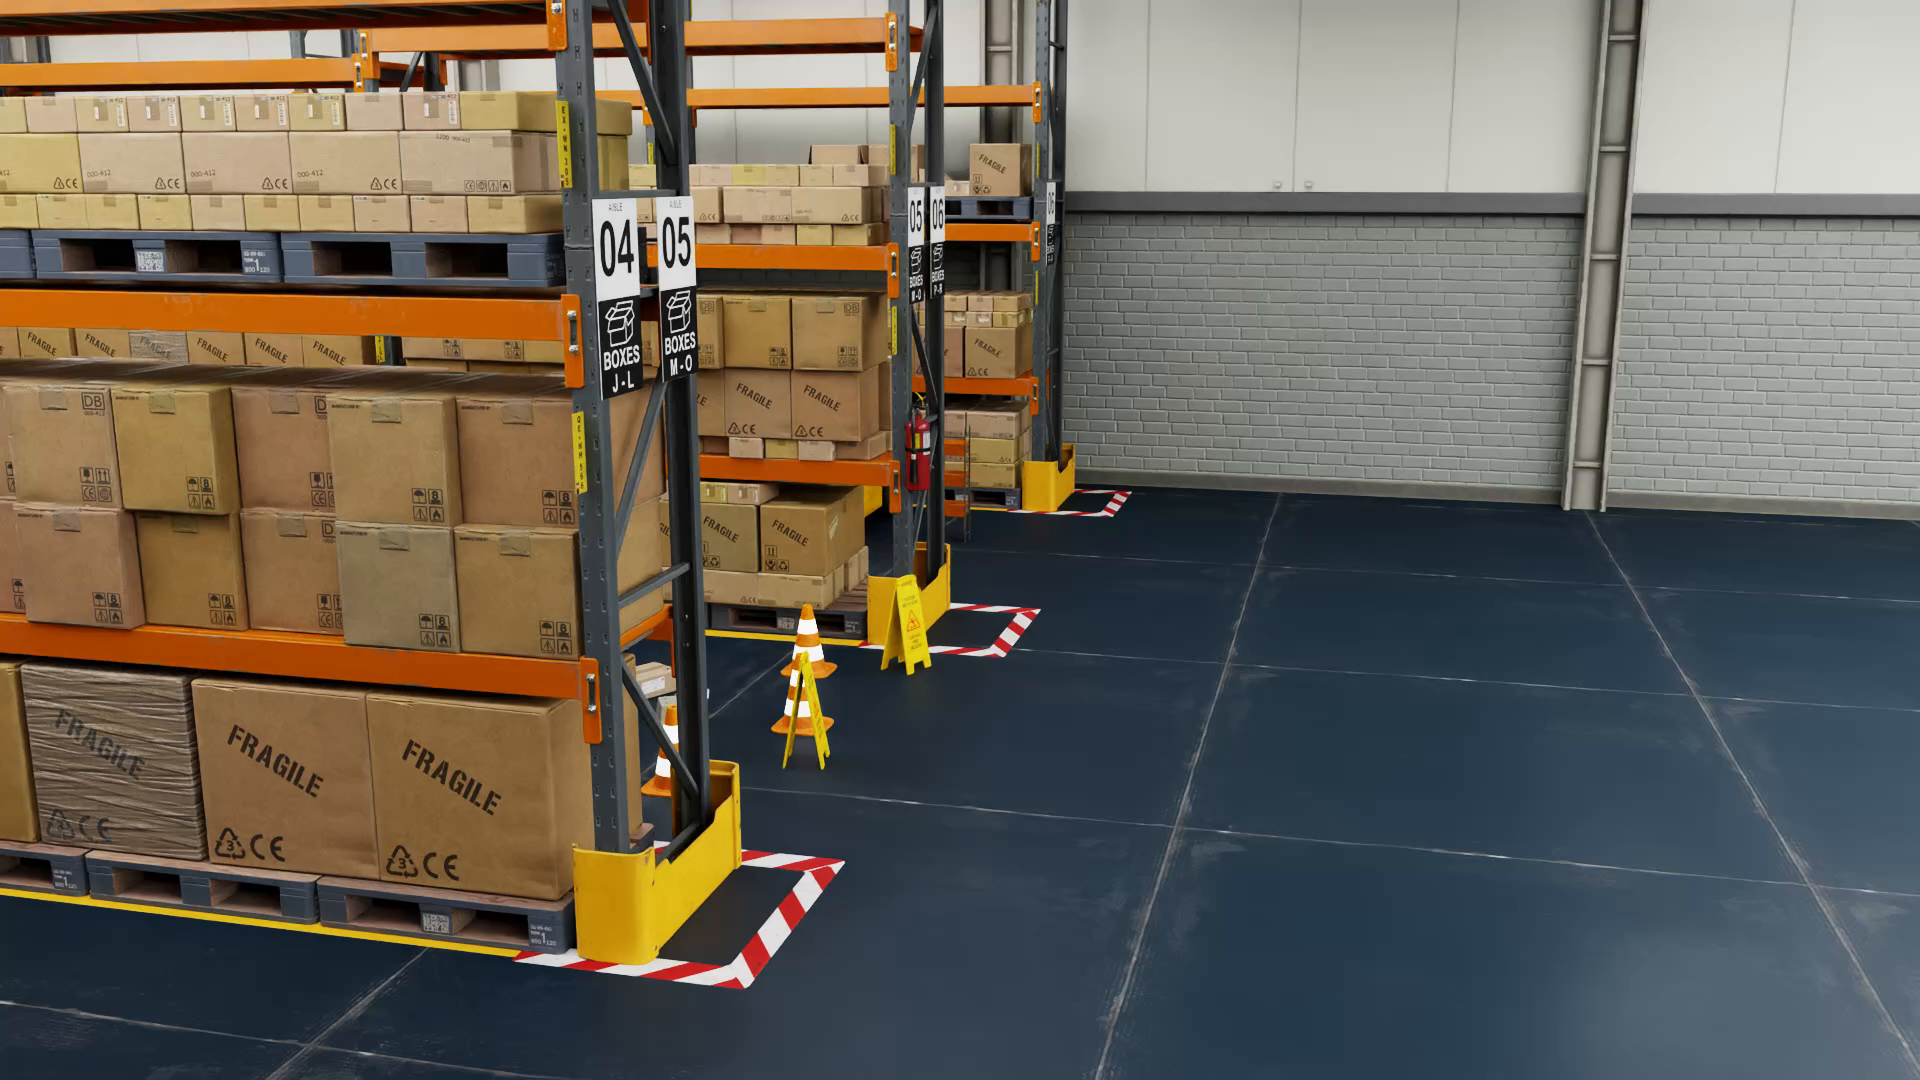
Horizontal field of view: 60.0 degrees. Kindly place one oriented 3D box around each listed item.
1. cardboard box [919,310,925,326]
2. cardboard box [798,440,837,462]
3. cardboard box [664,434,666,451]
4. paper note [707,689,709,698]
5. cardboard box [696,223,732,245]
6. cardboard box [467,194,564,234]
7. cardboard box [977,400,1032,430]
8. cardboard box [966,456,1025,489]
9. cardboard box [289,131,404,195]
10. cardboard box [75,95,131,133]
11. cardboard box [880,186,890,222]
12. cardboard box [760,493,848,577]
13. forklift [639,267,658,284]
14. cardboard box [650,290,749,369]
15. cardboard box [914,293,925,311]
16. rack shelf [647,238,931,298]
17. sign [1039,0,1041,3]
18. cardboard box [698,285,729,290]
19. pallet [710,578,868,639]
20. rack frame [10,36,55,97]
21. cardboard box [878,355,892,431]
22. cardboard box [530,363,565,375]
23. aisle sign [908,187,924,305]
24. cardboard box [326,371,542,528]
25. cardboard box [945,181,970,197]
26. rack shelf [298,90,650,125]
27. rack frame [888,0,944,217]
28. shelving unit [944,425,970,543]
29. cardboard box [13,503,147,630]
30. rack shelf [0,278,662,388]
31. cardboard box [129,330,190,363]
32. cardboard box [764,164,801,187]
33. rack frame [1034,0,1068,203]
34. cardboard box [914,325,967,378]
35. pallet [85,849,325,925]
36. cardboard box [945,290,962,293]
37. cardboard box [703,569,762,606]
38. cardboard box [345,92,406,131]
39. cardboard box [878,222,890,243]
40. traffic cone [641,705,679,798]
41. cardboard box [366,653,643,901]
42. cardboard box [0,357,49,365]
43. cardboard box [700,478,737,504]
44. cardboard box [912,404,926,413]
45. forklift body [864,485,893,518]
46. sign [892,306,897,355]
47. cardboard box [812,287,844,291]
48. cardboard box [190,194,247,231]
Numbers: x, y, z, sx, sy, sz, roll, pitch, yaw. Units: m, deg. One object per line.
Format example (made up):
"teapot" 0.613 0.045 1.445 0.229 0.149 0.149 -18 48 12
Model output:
"cardboard box" -0.244 -2.246 16.718 0.250 0.149 0.380 3 13 13
"cardboard box" -0.982 -0.670 11.925 0.250 0.149 0.380 3 13 13
"cardboard box" -2.189 -0.764 12.346 0.250 0.149 0.380 3 13 14
"paper note" -1.690 0.991 10.714 0.142 0.019 0.148 -1 13 -6
"cardboard box" -1.691 -2.187 11.836 0.250 0.149 0.380 3 13 13
"cardboard box" -1.787 -1.324 6.746 0.250 0.149 0.380 3 13 13
"cardboard box" 0.469 -1.288 17.200 0.500 0.250 0.500 3 13 13
"cardboard box" 0.358 -0.693 16.827 0.500 0.250 0.500 3 13 14
"cardboard box" -2.411 -1.565 6.913 0.500 0.250 0.500 3 13 14
"cardboard box" -3.518 -1.805 7.075 0.250 0.149 0.380 3 13 13
"cardboard box" -0.720 -2.447 12.088 0.500 0.250 0.500 3 13 13
"cardboard box" -1.136 -0.044 12.170 0.500 0.500 0.500 3 13 14
"forklift" -3.781 -1.800 16.597 3.031 2.935 1.130 9 15 36
"cardboard box" -1.853 -1.524 11.967 0.500 0.500 0.700 3 13 13
"cardboard box" -0.519 -2.390 16.683 0.250 0.149 0.380 3 13 15
"rack shelf" -2.237 -2.045 12.279 4.000 0.370 1.077 3 13 14
"sign" 0.746 -5.182 15.494 0.005 0.325 0.100 3 13 14
"cardboard box" -2.611 -2.638 17.798 0.250 0.149 0.380 3 13 14
"pallet" -1.150 0.479 12.602 1.213 0.211 1.003 3 13 14
"rack frame" -10.760 -5.424 18.921 0.127 3.000 1.000 3 13 14
"cardboard box" -0.689 -1.105 12.389 0.500 0.500 0.500 3 13 13
"cardboard box" -2.841 -1.099 12.359 0.500 0.500 0.500 3 13 13
"aisle sign" -0.305 -2.033 11.488 0.004 0.787 0.394 3 13 14
"cardboard box" -2.290 -0.419 7.375 0.550 0.550 0.875 3 13 14
"cardboard box" 0.013 -3.447 16.316 0.250 0.149 0.380 3 13 12
"rack shelf" -4.935 -4.566 17.639 4.000 0.370 1.077 3 13 14
"rack frame" -0.295 -3.757 11.409 0.127 3.000 1.000 3 13 14
"shelving unit" -0.052 -0.515 15.149 0.252 1.050 0.215 3 13 14
"cardboard box" -3.870 0.030 7.842 0.550 0.550 0.875 3 13 14
"rack shelf" -3.325 -0.999 7.564 4.000 0.370 1.077 3 13 14
"cardboard box" -6.173 -1.491 13.159 0.500 0.500 0.500 3 13 11
"cardboard box" -1.188 -2.546 11.613 0.250 0.149 0.380 3 13 13
"rack frame" 0.890 -4.801 16.114 0.127 3.000 1.000 3 13 14
"cardboard box" -0.152 -1.920 16.750 0.500 0.500 0.500 3 13 15
"pallet" -3.359 1.490 8.045 1.213 0.211 1.003 3 13 14
"cardboard box" -0.127 -2.493 17.145 0.250 0.149 0.380 3 13 14
"cardboard box" -1.646 0.295 12.374 0.500 0.250 0.500 3 13 14
"cardboard box" -2.283 -1.740 6.780 0.250 0.149 0.380 3 13 14
"cardboard box" -0.540 -2.256 12.146 0.250 0.149 0.380 3 13 14
"traffic cone" -1.559 1.130 9.088 0.334 0.463 0.336 3 13 14
"cardboard box" -2.058 1.029 7.624 0.875 0.875 0.875 3 13 14
"cardboard box" -4.917 -0.564 8.027 0.550 0.550 0.875 3 13 14
"cardboard box" -1.752 -0.379 12.184 0.250 0.149 0.380 3 13 14
"cardboard box" -0.621 -1.231 16.943 0.500 0.250 0.500 3 13 14
"forklift body" -1.388 -1.173 15.570 1.214 2.155 2.313 3 13 14
"sign" -0.448 -1.432 11.377 0.005 0.325 0.100 3 13 14
"cardboard box" -1.375 -2.564 17.468 0.250 0.149 0.380 3 13 13
"cardboard box" -3.021 -1.390 7.043 0.250 0.149 0.380 3 13 14
